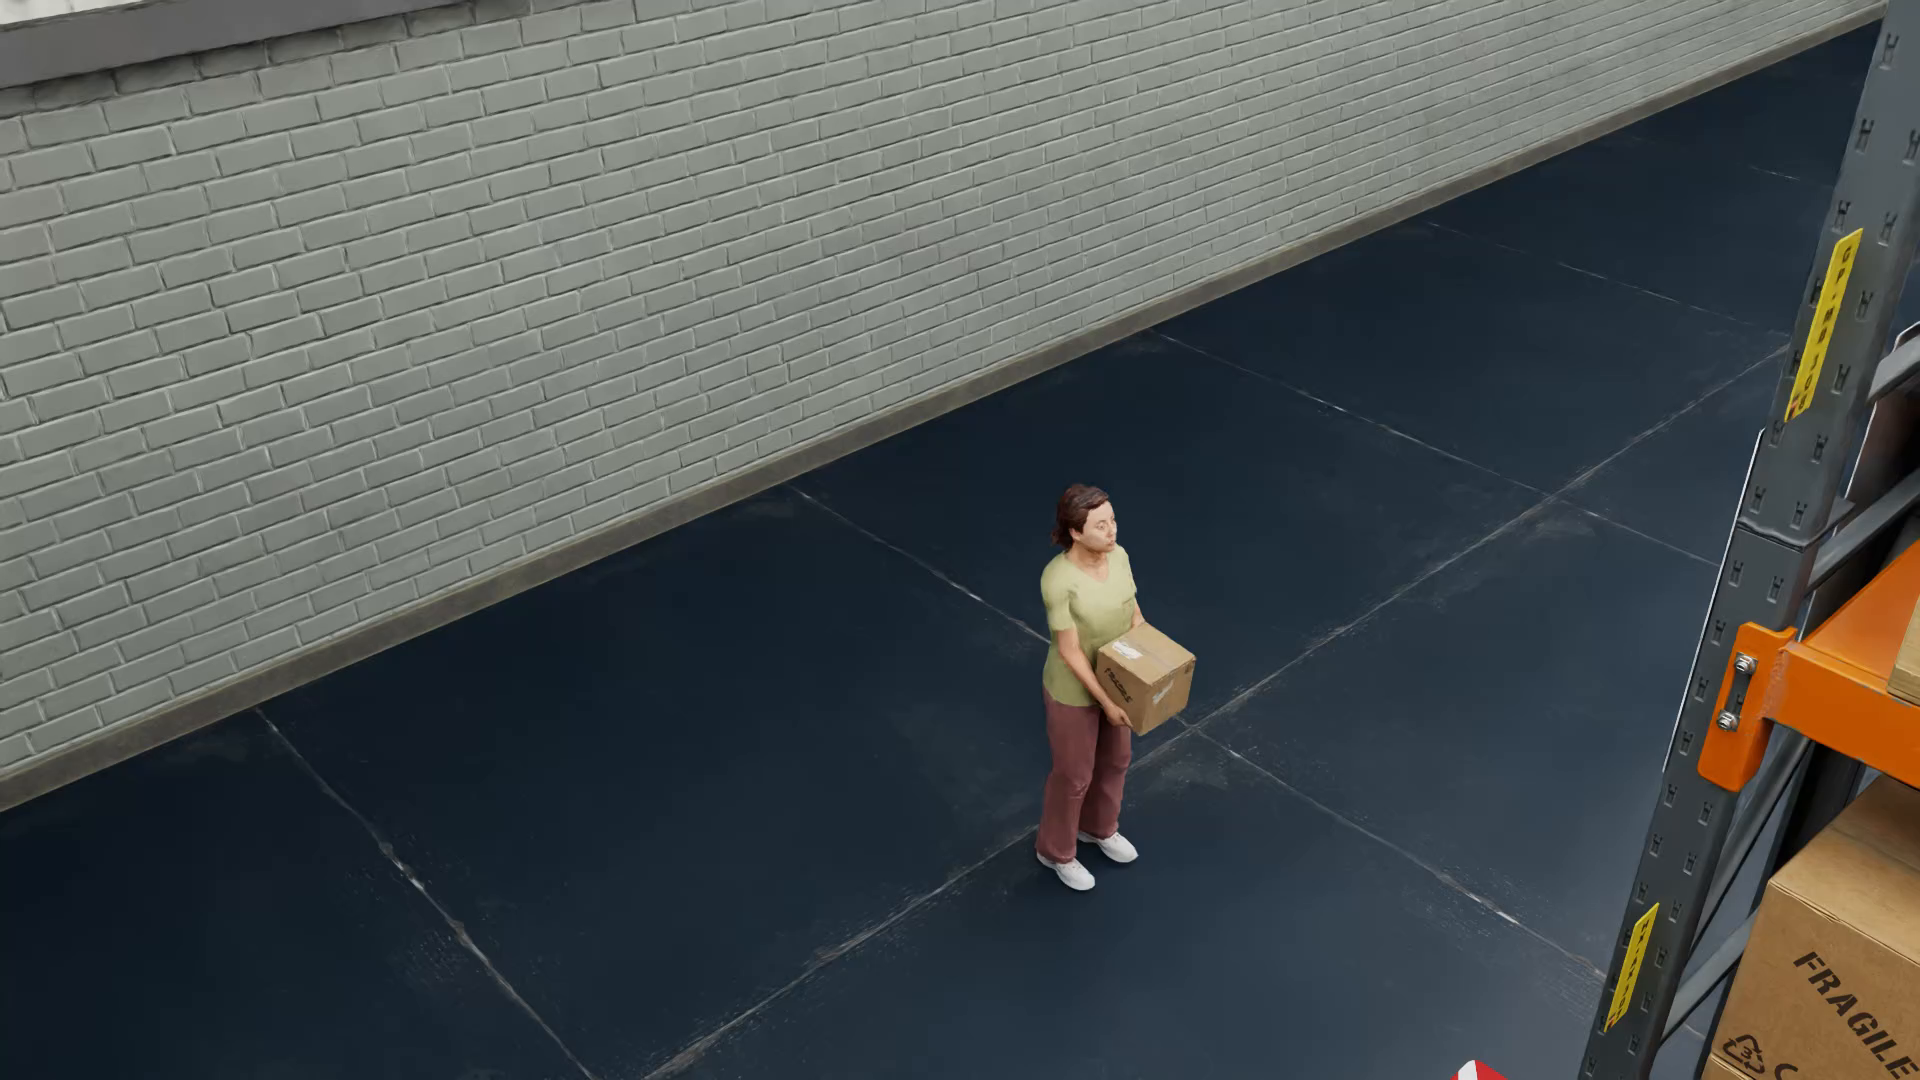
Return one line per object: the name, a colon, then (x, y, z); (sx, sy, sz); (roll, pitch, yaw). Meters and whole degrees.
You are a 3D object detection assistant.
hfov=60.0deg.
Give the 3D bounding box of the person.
person: (0.530, 0.579, 6.221); (0.431, 1.656, 0.550); (-26, 40, -35)
